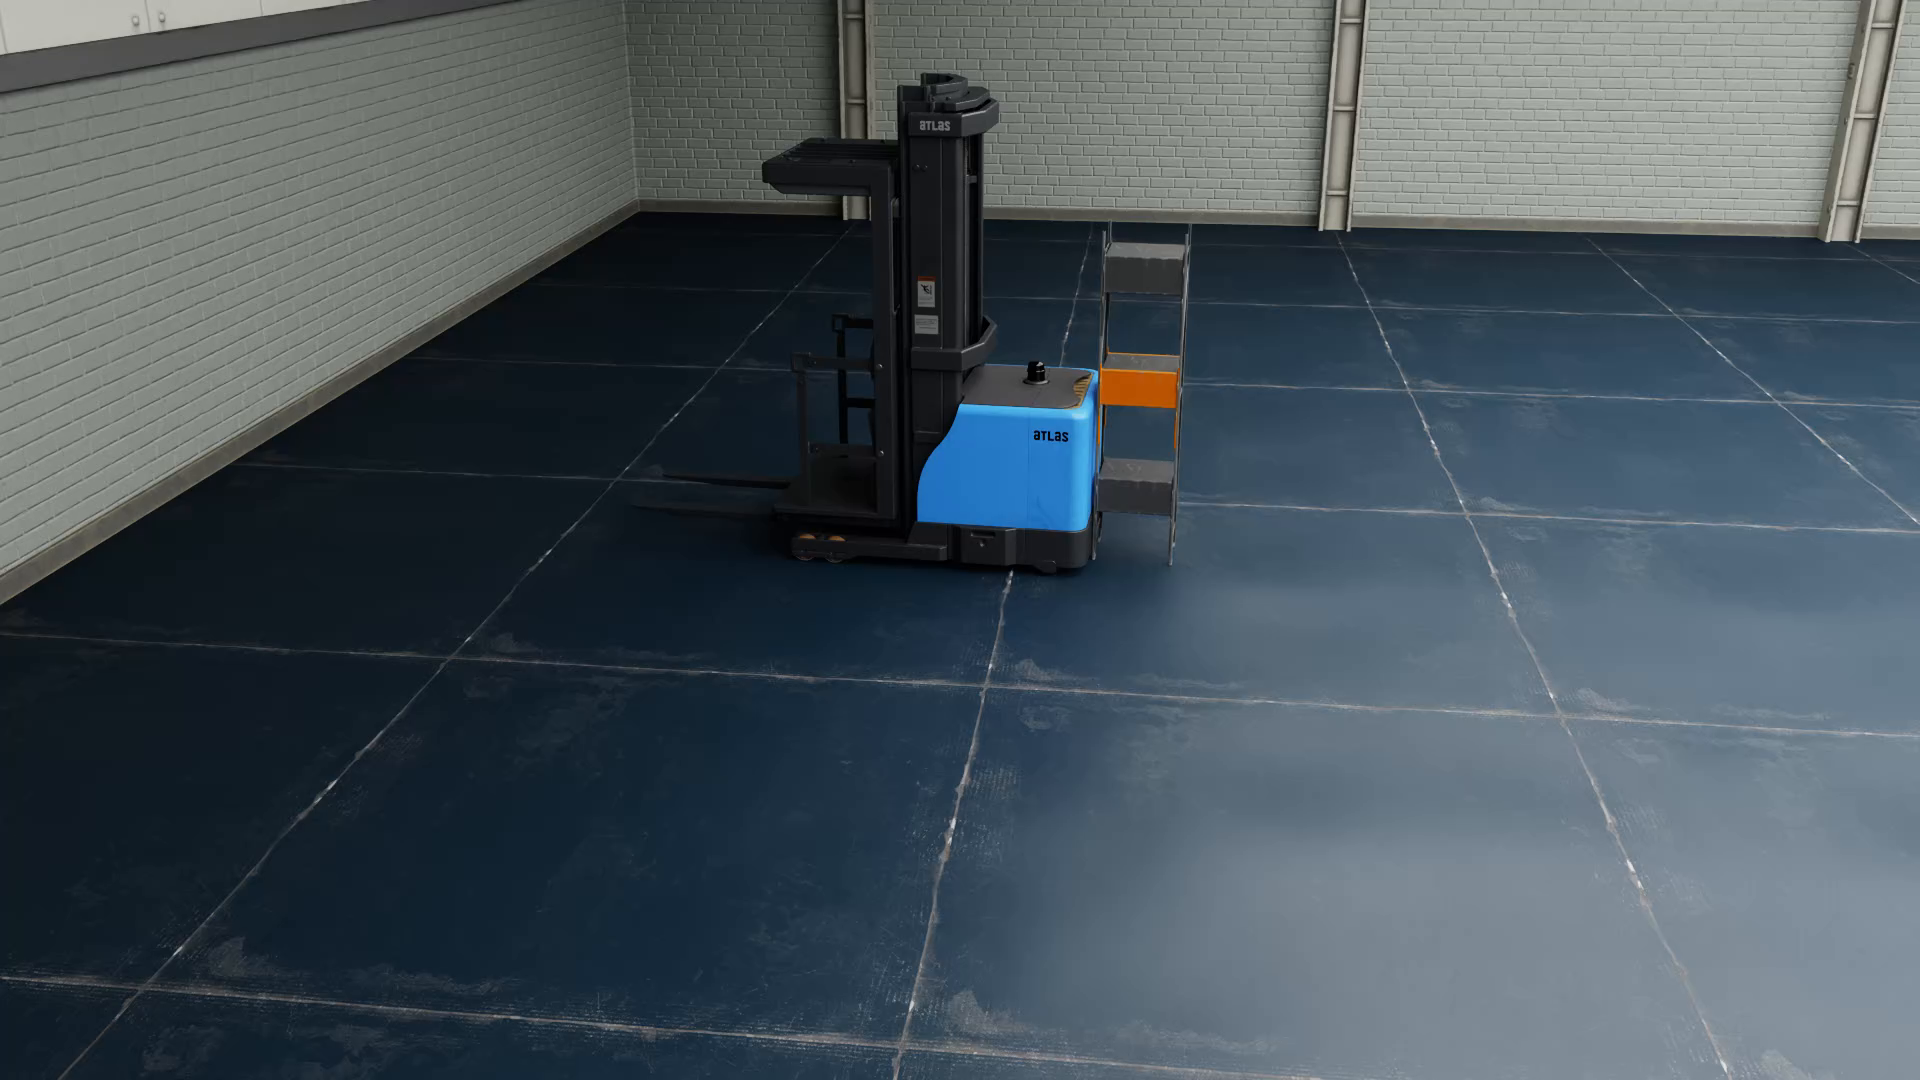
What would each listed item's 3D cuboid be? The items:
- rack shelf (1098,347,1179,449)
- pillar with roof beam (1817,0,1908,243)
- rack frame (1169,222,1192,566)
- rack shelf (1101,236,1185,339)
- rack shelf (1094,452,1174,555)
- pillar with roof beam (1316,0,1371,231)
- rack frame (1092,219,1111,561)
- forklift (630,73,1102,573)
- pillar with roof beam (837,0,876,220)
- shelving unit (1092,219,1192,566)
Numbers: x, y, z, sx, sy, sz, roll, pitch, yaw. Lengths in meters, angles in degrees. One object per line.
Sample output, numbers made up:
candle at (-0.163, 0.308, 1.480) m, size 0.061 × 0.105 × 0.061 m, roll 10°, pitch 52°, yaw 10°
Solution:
rack shelf at (1.126, -0.889, 10.370) m, size 0.480 × 0.518 × 0.431 m, roll 4°, pitch 22°, yaw 10°
pillar with roof beam at (10.121, -6.248, 14.505) m, size 0.400 × 9.000 × 9.100 m, roll 2°, pitch 22°, yaw 6°
rack frame at (1.366, -0.886, 10.324) m, size 0.015 × 2.100 × 0.400 m, roll 4°, pitch 22°, yaw 10°
rack shelf at (1.126, -1.540, 10.112) m, size 0.480 × 0.518 × 0.431 m, roll 4°, pitch 22°, yaw 10°
rack shelf at (1.126, -0.238, 10.627) m, size 0.480 × 0.518 × 0.431 m, roll 4°, pitch 22°, yaw 10°
pillar with roof beam at (4.163, -6.508, 15.162) m, size 0.400 × 9.000 × 9.100 m, roll 2°, pitch 22°, yaw 6°
rack frame at (0.886, -0.918, 10.406) m, size 0.015 × 2.100 × 0.400 m, roll 4°, pitch 22°, yaw 10°
forklift at (-0.620, -1.405, 10.507) m, size 3.031 × 2.935 × 1.130 m, roll 4°, pitch 22°, yaw 10°
pillar with roof beam at (-1.796, -6.768, 15.818) m, size 0.400 × 9.000 × 9.100 m, roll 2°, pitch 22°, yaw 6°
shelving unit at (1.126, -0.902, 10.365) m, size 0.503 × 2.100 × 0.431 m, roll 4°, pitch 22°, yaw 10°
